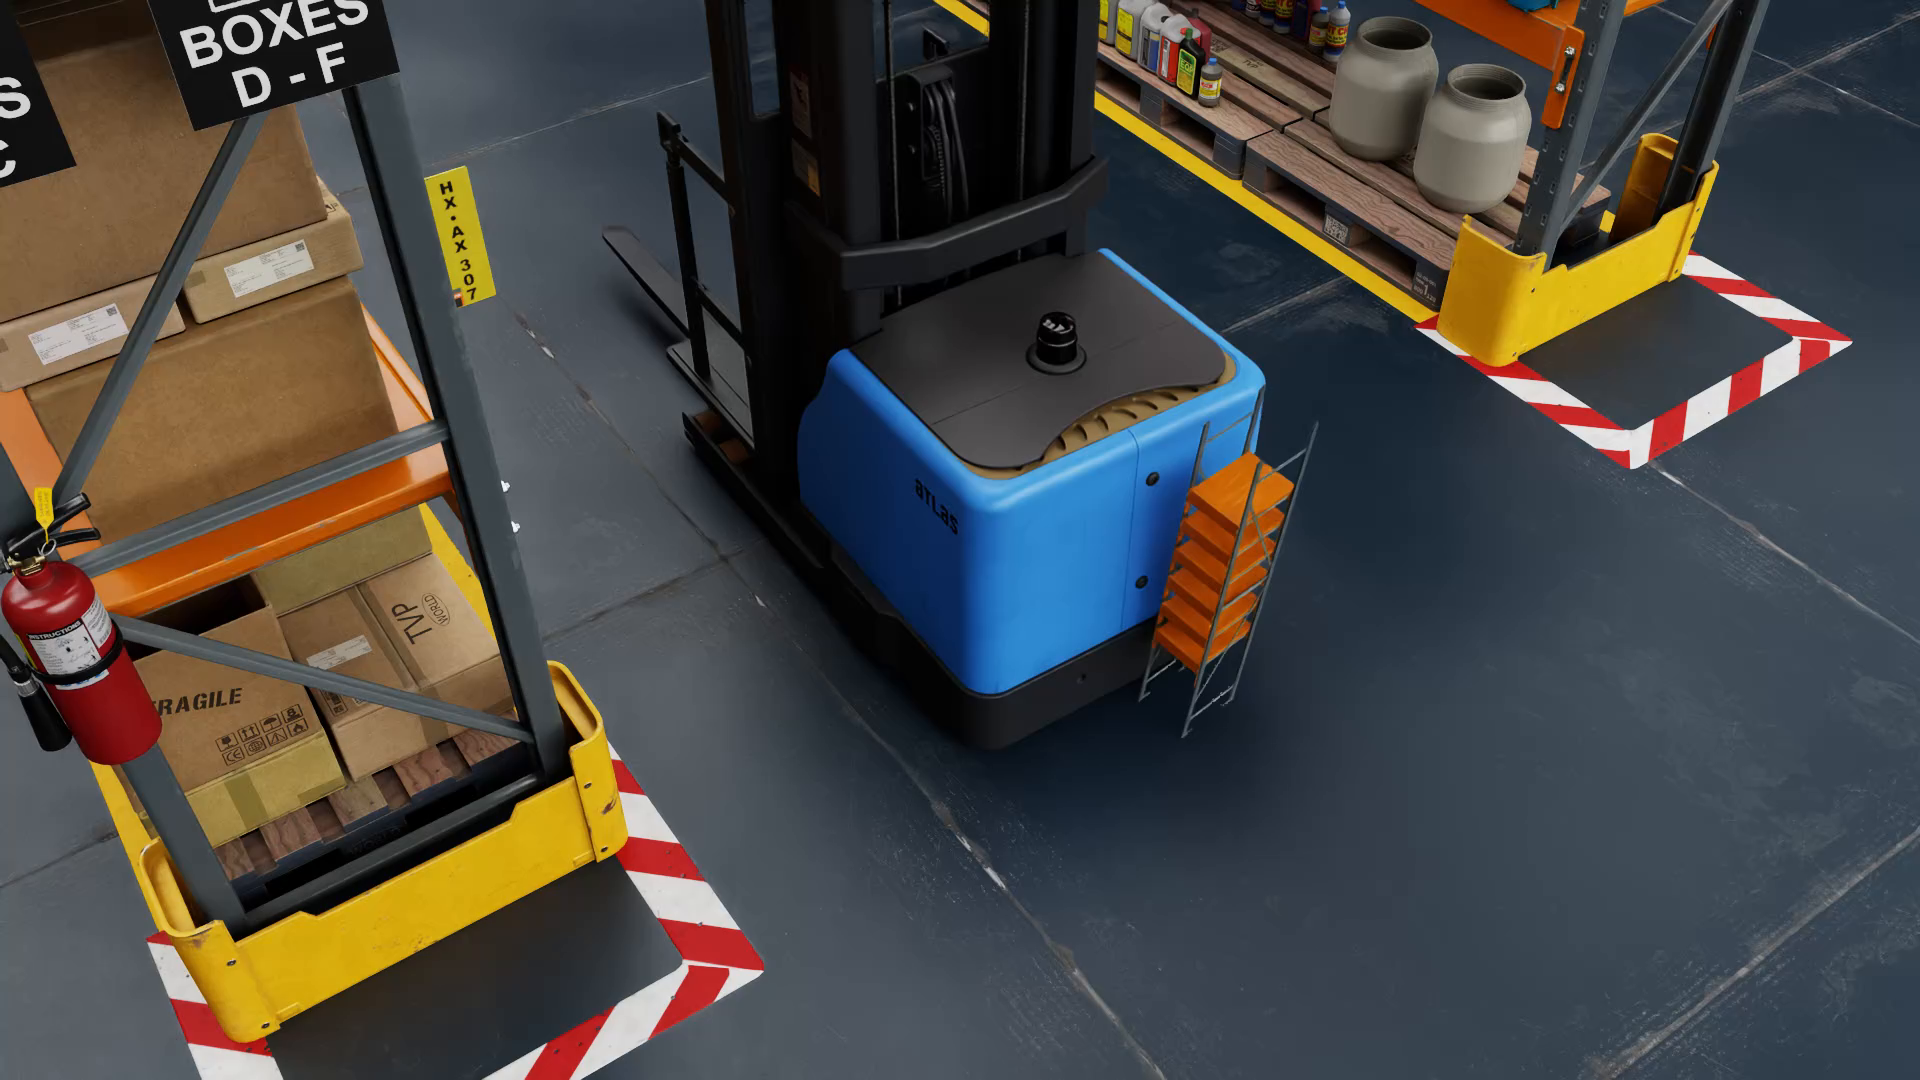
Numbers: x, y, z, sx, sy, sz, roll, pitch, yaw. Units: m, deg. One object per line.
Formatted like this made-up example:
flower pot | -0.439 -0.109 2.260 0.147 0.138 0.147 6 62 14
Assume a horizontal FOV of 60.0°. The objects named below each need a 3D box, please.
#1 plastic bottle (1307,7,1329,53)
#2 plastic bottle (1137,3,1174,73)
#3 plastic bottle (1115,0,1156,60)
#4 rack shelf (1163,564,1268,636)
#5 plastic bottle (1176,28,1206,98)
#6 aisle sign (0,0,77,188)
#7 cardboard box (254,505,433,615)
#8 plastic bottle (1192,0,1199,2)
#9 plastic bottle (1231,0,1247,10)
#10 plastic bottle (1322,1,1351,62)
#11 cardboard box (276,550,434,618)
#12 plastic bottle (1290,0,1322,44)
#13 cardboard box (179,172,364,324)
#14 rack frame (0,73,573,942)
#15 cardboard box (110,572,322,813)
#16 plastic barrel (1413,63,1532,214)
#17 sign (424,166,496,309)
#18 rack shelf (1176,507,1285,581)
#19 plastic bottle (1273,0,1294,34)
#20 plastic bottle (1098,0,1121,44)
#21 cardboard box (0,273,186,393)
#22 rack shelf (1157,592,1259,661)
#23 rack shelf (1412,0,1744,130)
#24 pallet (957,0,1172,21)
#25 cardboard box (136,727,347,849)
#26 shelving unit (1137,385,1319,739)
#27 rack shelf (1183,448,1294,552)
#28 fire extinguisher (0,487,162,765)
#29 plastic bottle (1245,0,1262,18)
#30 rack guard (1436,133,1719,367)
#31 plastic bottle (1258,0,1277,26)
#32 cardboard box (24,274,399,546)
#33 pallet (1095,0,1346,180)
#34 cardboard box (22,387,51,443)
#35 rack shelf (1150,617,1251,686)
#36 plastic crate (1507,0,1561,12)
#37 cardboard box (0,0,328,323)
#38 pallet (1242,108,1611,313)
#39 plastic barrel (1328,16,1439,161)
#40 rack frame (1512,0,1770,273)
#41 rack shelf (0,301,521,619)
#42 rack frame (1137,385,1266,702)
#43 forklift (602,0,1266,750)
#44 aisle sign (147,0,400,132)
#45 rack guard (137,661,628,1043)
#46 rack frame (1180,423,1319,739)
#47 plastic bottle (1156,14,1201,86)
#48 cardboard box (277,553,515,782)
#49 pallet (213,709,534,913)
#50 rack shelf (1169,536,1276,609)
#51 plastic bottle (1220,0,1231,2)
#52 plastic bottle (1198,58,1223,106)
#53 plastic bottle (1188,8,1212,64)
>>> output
plastic bottle | 1.691 -2.398 7.797 0.097 0.201 0.097 0 44 0
plastic bottle | 0.921 -2.315 7.657 0.152 0.276 0.135 -27 50 -25
plastic bottle | 0.823 -2.435 7.728 0.144 0.351 0.185 -24 49 -23
rack shelf | 0.743 0.130 4.800 0.258 0.103 0.180 -32 58 -29
plastic bottle | 1.040 -2.145 7.473 0.061 0.283 0.133 -25 49 -24
aisle sign | -1.736 -0.875 2.611 0.394 0.787 0.004 -26 49 -24
cardboard box | -1.945 -0.190 4.921 0.500 0.500 0.500 -26 49 -24
plastic bottle | 1.146 -2.806 8.166 0.061 0.283 0.133 -26 49 -24
plastic bottle | 1.381 -2.730 8.095 0.097 0.271 0.097 0 44 0
plastic bottle | 1.751 -2.365 7.712 0.097 0.271 0.097 0 44 0
cardboard box | -1.946 0.082 5.179 0.500 0.250 0.500 -26 49 -24
plastic bottle | 1.636 -2.504 7.850 0.061 0.283 0.133 -25 49 -24
cardboard box | -1.581 -0.666 3.733 0.380 0.149 0.250 -26 49 -25
rack frame | -1.533 -0.088 3.670 1.000 3.000 0.127 -26 49 -24
cardboard box | -2.084 0.297 4.410 0.500 0.500 0.500 -26 49 -24
plastic barrel | 2.093 -1.637 6.790 0.421 0.512 0.421 0 44 0
sign | -1.074 -0.645 3.570 0.100 0.325 0.005 -26 49 -24
rack shelf | 0.758 -0.031 4.622 0.258 0.103 0.180 -32 58 -29
plastic bottle | 1.555 -2.559 7.915 0.097 0.271 0.097 0 44 0
plastic bottle | 0.716 -2.540 7.838 0.144 0.351 0.185 -26 49 -25
cardboard box | -1.908 -0.500 3.559 0.380 0.149 0.250 -27 50 -25
rack shelf | 0.735 0.210 4.888 0.258 0.103 0.180 -32 58 -29
rack shelf | 1.388 -2.915 7.152 1.077 0.370 4.000 -26 49 -24
pallet | 0.594 -2.902 8.637 1.003 0.211 1.213 -26 49 -24
cardboard box | -2.082 0.568 4.670 0.500 0.250 0.500 -26 49 -24
shelving unit | 0.745 0.100 4.767 0.258 1.200 0.189 -32 58 -29
rack shelf | 0.766 -0.111 4.533 0.258 0.103 0.180 -32 58 -29
fire extinguisher | -1.846 0.191 3.434 0.296 0.674 0.183 -26 49 -24
plastic bottle | 1.441 -2.646 8.058 0.097 0.201 0.097 0 44 0
rack guard | 2.450 -1.163 6.606 1.175 0.500 0.348 -26 49 -24
plastic bottle | 1.497 -2.615 7.975 0.097 0.271 0.097 0 44 0
cardboard box | -1.789 -0.393 3.917 0.700 0.500 0.500 -26 49 -24
pallet | 1.296 -2.211 7.913 1.003 0.211 1.213 -26 49 -24
cardboard box | -2.094 -0.689 4.227 0.700 0.500 0.500 -24 49 -23
rack shelf | 0.727 0.291 4.977 0.258 0.103 0.180 -32 58 -29
plastic crate | 2.000 -2.154 5.942 0.499 0.251 0.616 -26 49 -24
cardboard box | -1.820 -0.893 3.501 0.700 0.500 0.500 -26 49 -24
pallet | 1.990 -1.520 7.190 1.003 0.211 1.213 -26 49 -24
plastic barrel | 1.806 -1.921 7.087 0.421 0.512 0.421 0 44 0
rack frame | 2.532 -2.042 5.717 1.000 3.000 0.127 -26 49 -24
rack shelf | -2.677 -0.960 5.105 1.077 0.370 4.000 -26 49 -24
rack frame | 0.684 0.047 4.809 0.240 1.200 0.006 -32 58 -29
forklift | -0.344 -1.420 5.115 1.130 2.935 3.031 -25 49 -23
aisle sign | -1.244 -1.112 2.860 0.394 0.787 0.004 -26 49 -24
rack guard | -1.519 0.830 4.519 1.175 0.500 0.348 -26 49 -24
rack frame | 0.806 0.153 4.724 0.240 1.200 0.006 -32 58 -29
plastic bottle | 1.000 -2.237 7.575 0.152 0.276 0.135 -25 49 -24
cardboard box | -1.657 0.363 4.884 0.500 0.250 0.500 -26 49 -24
pallet | -2.005 0.504 5.069 1.003 0.211 1.213 -26 49 -24
rack shelf | 0.750 0.049 4.711 0.258 0.103 0.180 -32 58 -29
plastic bottle | 1.323 -2.763 8.179 0.097 0.201 0.097 0 44 0
plastic bottle | 1.122 -2.056 7.440 0.097 0.201 0.097 0 44 0
plastic bottle | 1.087 -2.282 7.617 0.061 0.283 0.133 -26 49 -24
